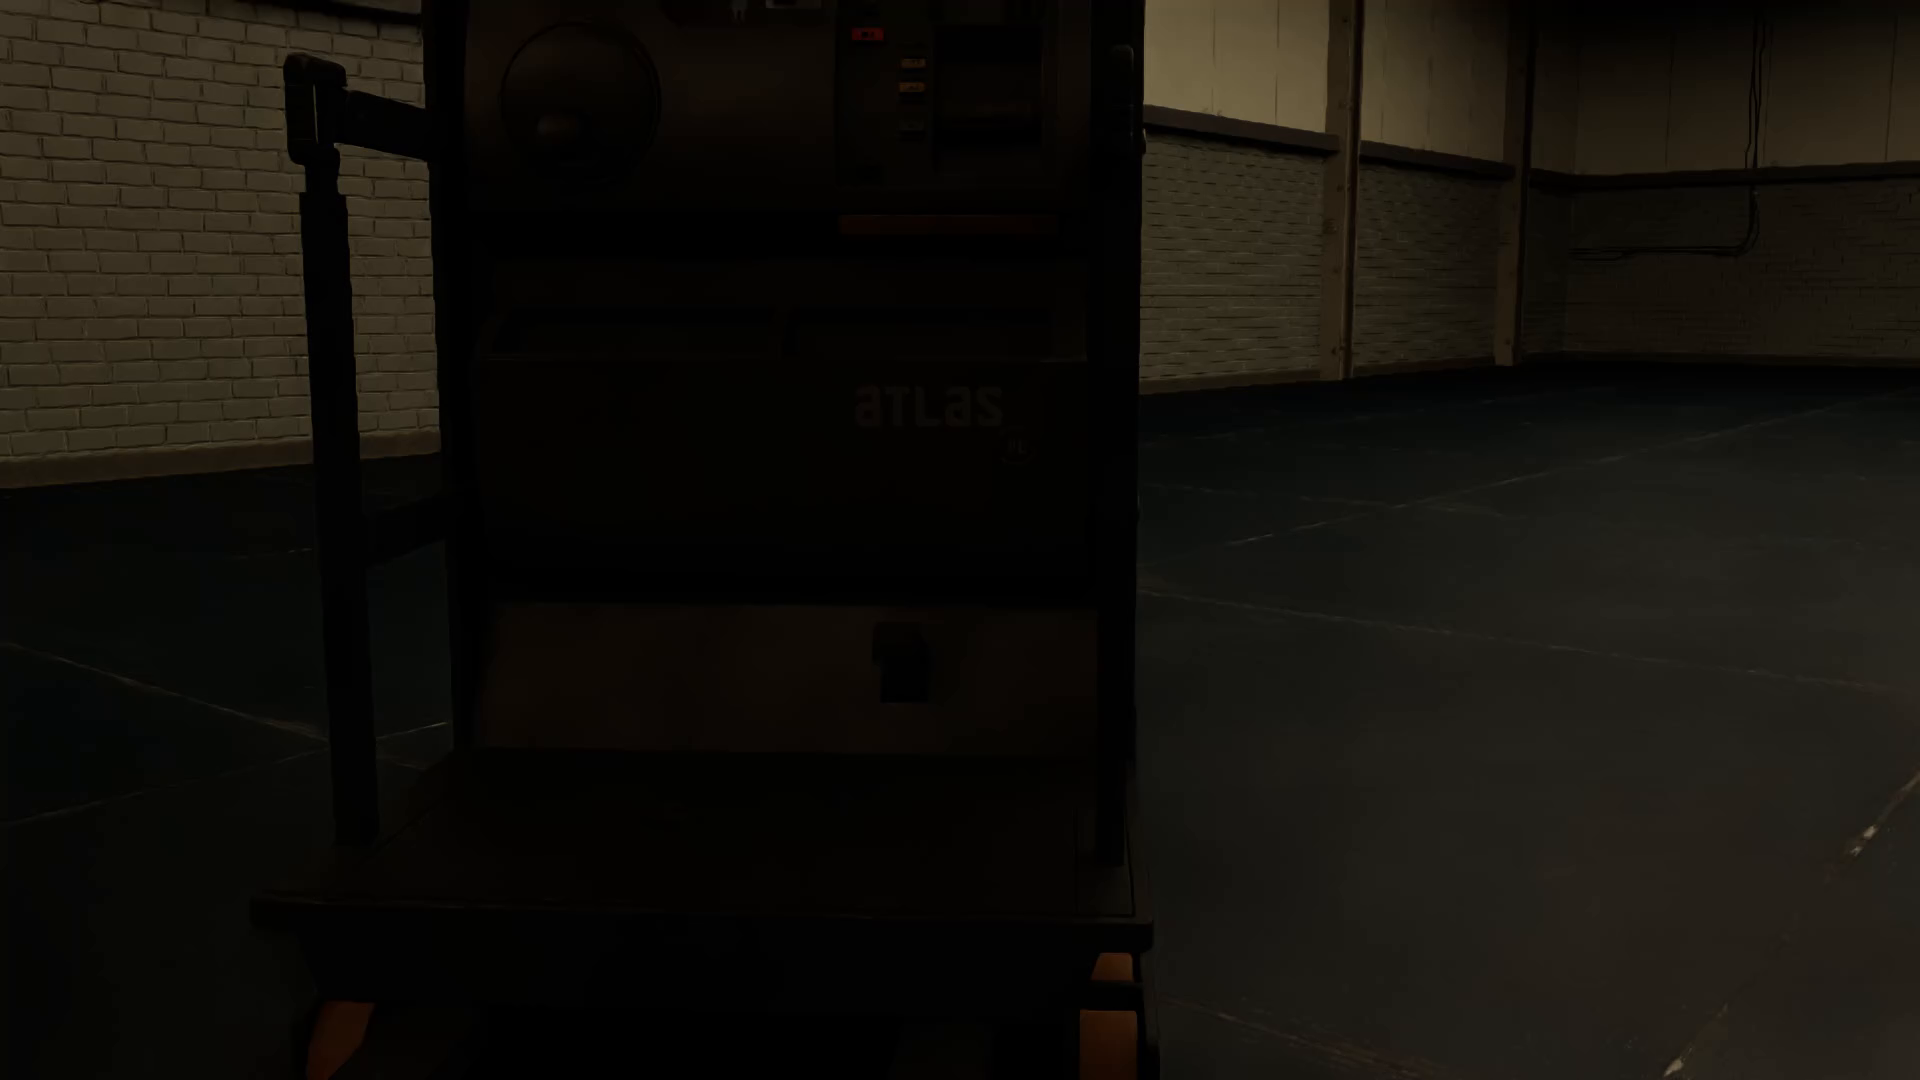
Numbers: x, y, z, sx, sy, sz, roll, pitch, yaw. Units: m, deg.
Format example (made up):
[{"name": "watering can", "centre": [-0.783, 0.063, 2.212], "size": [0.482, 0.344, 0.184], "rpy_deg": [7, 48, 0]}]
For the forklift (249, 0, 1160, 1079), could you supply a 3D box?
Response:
[{"name": "forklift", "centre": [-0.284, -0.729, 2.263], "size": [1.130, 2.935, 3.031], "rpy_deg": [1, 8, 4]}]
